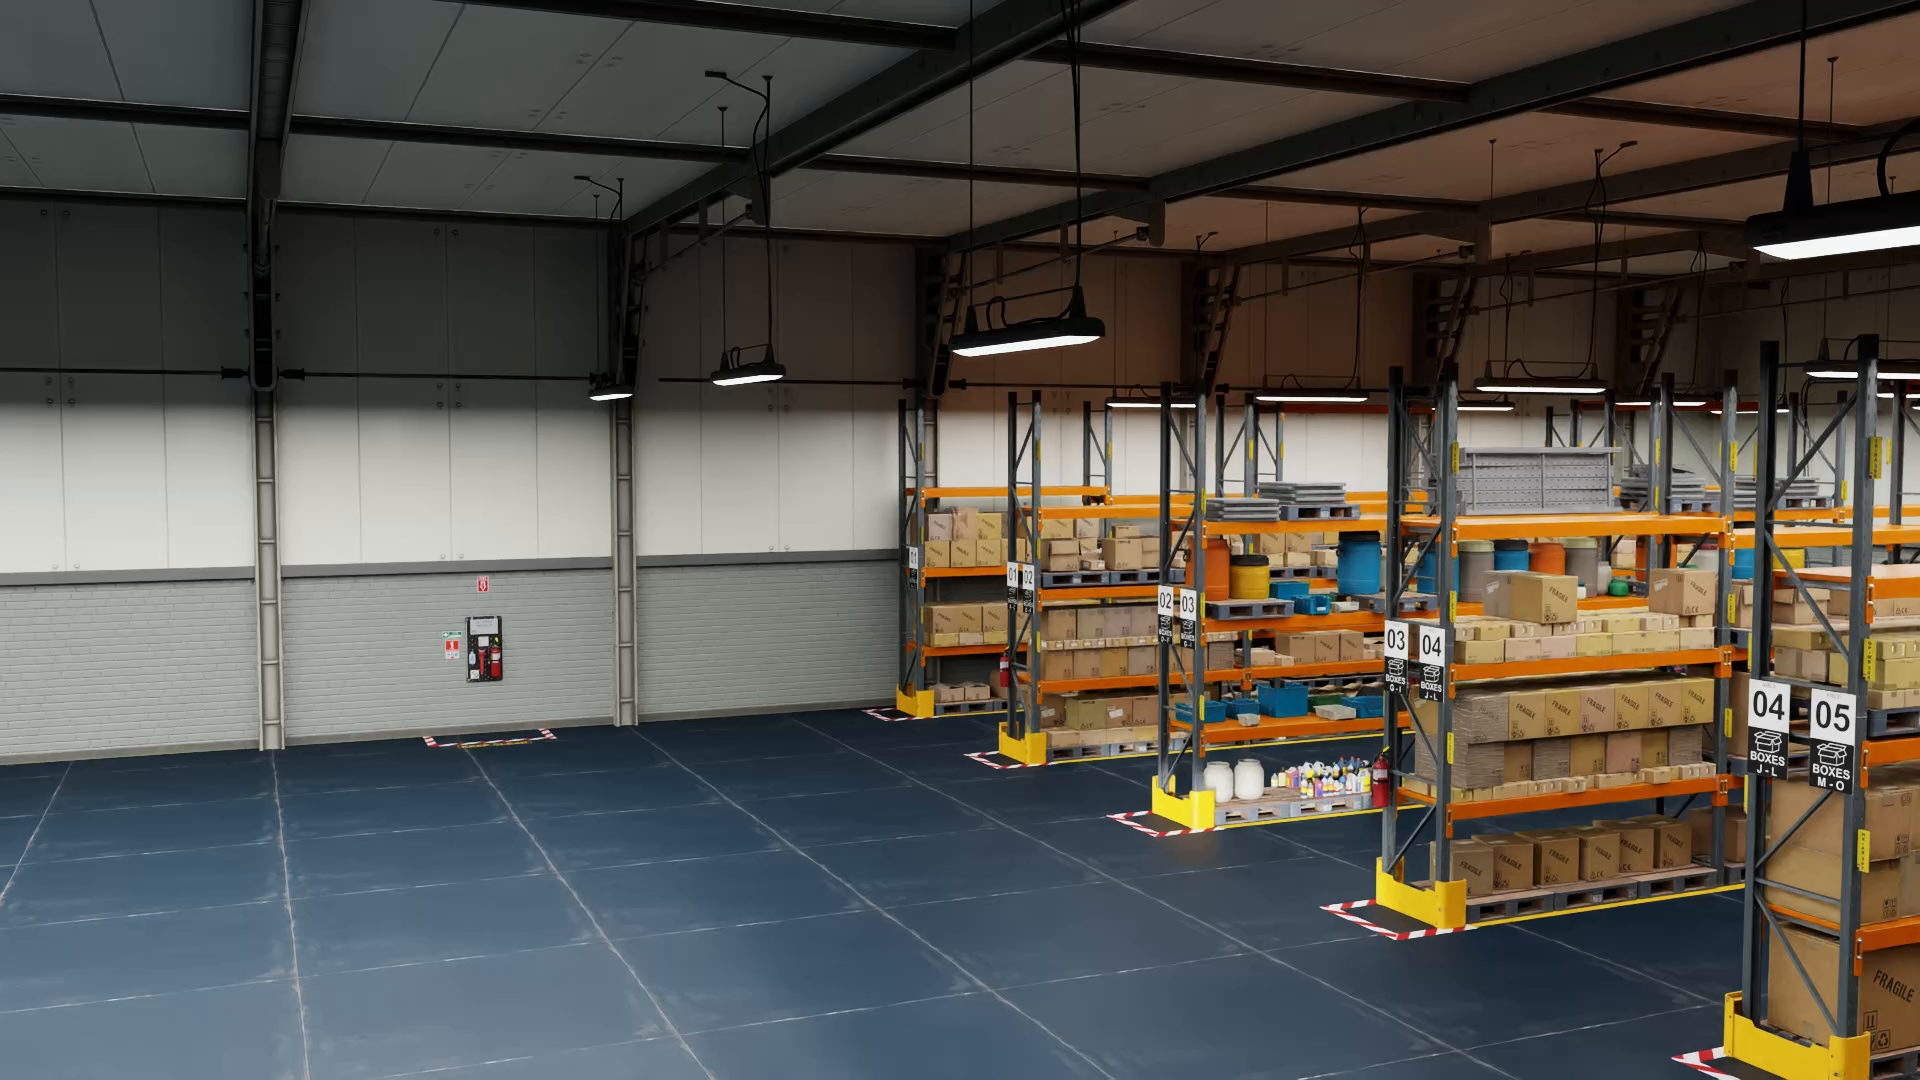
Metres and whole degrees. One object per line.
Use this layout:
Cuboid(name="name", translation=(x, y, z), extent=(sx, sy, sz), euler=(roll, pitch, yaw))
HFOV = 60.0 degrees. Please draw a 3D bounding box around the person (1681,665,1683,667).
Cuboid(name="person", translation=(15.833, 2.180, 35.832), extent=(0.628, 1.761, 0.690), euler=(-1, 3, -10))
